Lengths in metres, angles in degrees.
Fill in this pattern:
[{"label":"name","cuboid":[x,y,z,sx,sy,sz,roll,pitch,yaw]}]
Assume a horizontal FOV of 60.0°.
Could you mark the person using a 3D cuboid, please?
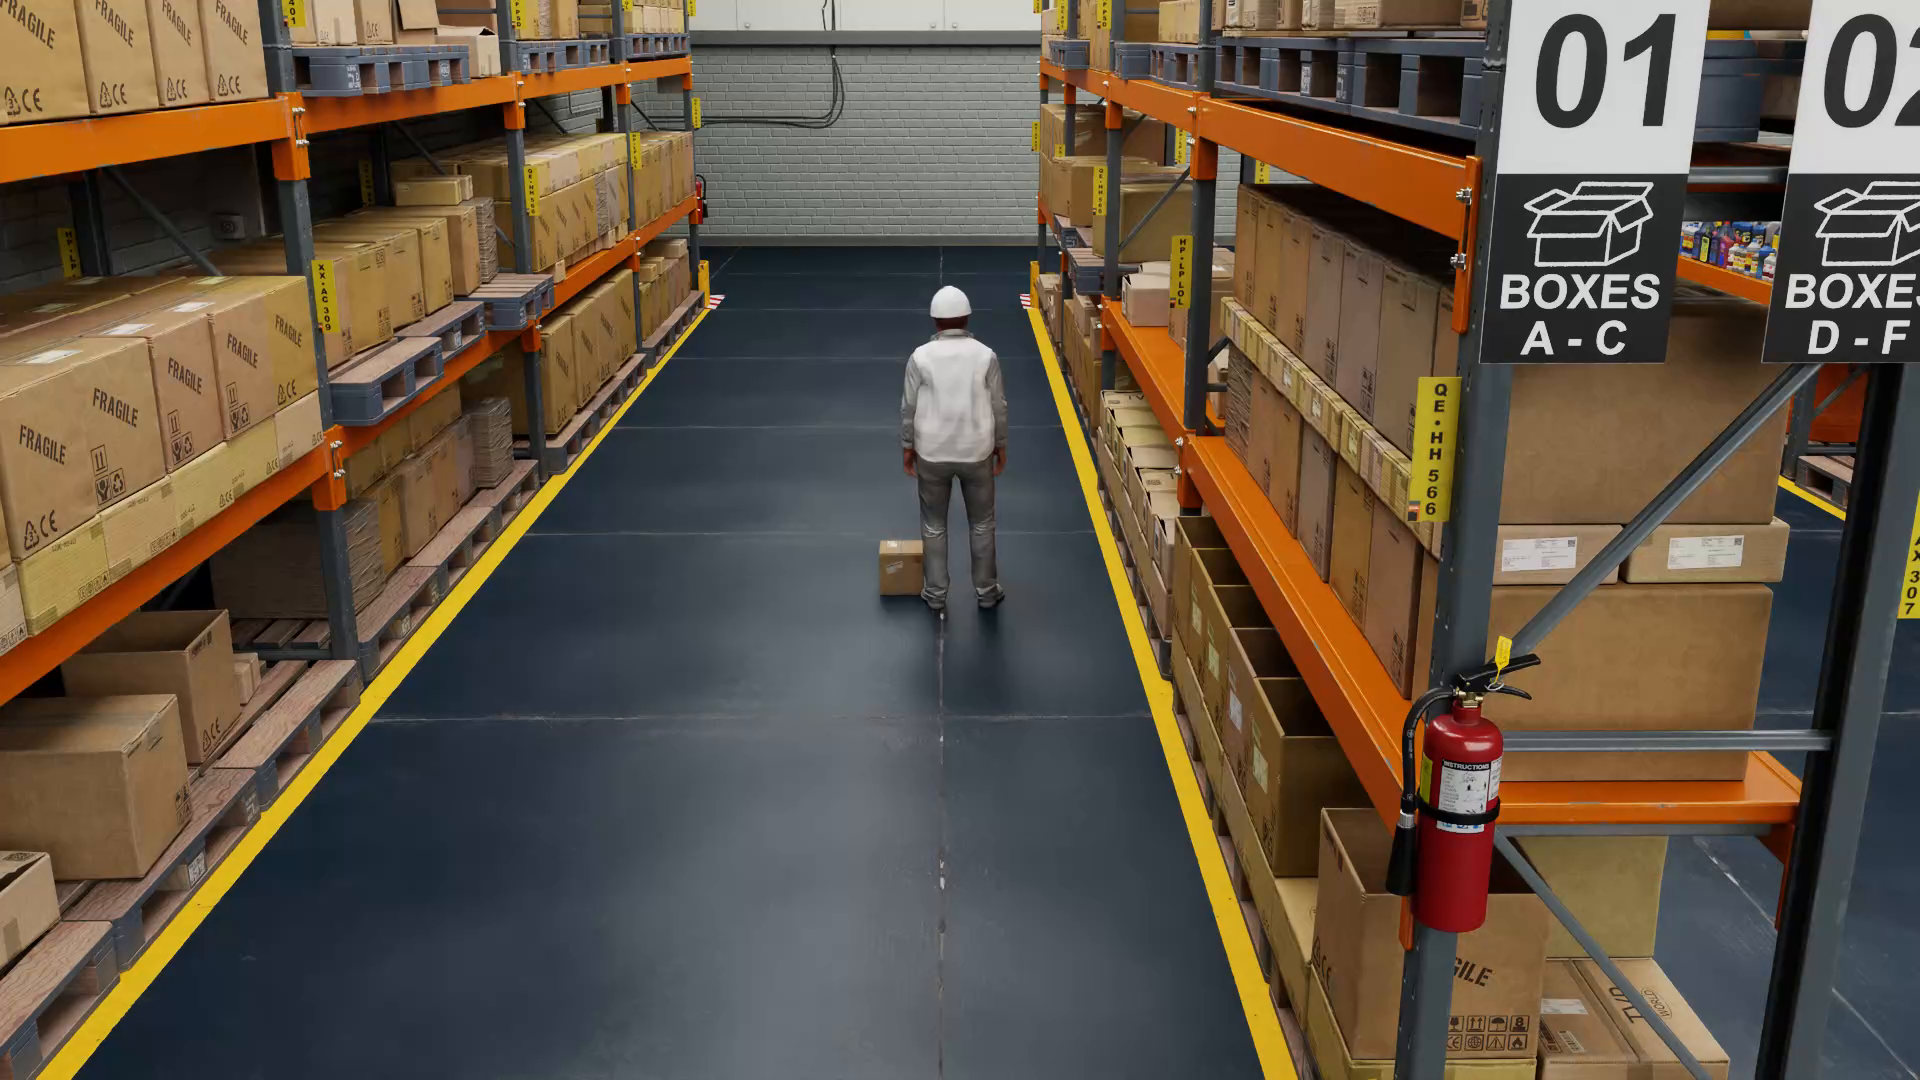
[{"label":"person","cuboid":[-0.030,-0.494,9.121,0.587,1.768,0.466,-1,17,-2]}]
